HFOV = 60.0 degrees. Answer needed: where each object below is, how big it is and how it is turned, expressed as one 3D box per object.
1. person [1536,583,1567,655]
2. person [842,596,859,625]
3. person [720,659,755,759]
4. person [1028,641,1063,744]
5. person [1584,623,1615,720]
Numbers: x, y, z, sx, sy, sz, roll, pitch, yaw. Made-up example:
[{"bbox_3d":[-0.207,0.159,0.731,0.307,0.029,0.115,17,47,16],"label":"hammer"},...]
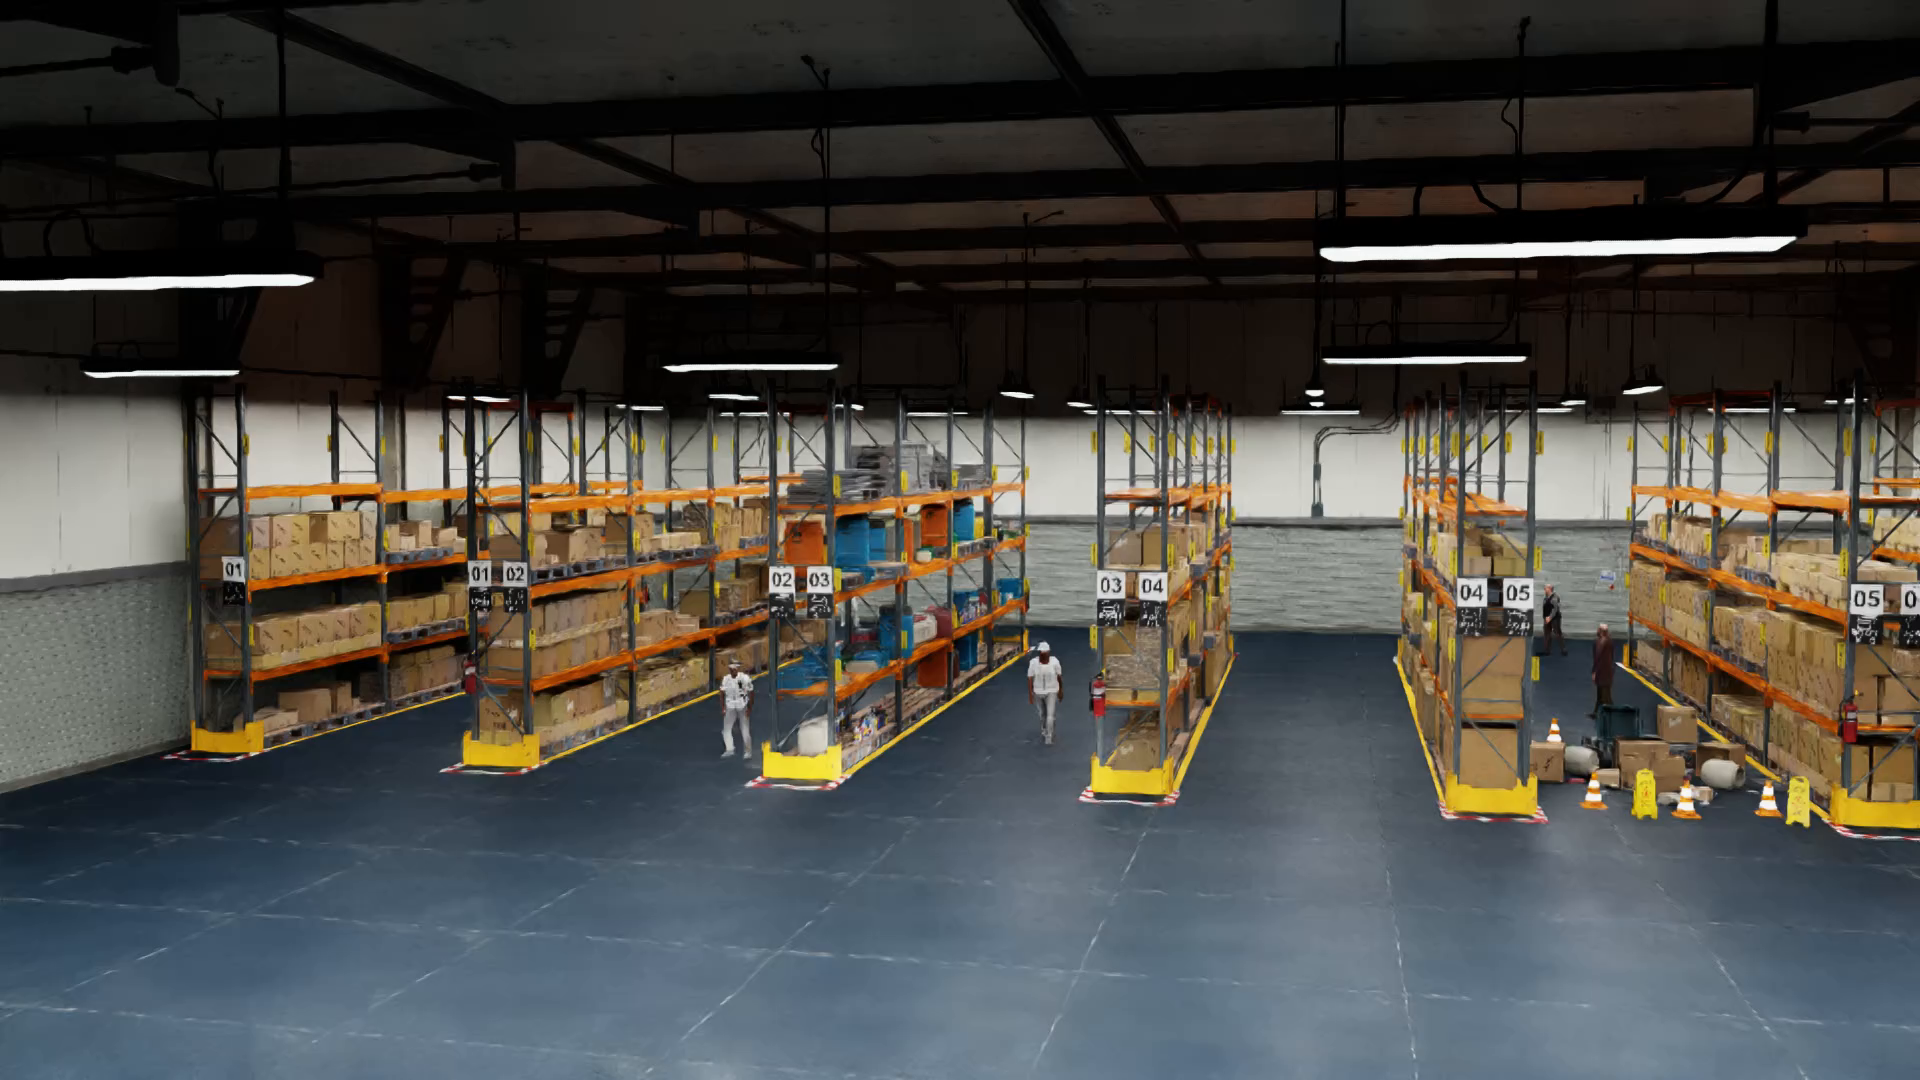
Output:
[{"bbox_3d":[14.109,1.891,39.579,0.699,1.718,0.554,-1,3,-15],"label":"person"},{"bbox_3d":[-3.058,1.544,45.697,0.561,1.534,0.797,0,3,-6],"label":"person"},{"bbox_3d":[-3.551,2.680,26.493,0.592,1.629,0.531,1,3,11],"label":"person"},{"bbox_3d":[1.415,2.540,27.990,0.579,1.688,1.108,1,3,14],"label":"person"},{"bbox_3d":[11.581,2.376,30.066,0.637,1.775,0.675,3,4,40],"label":"person"}]
